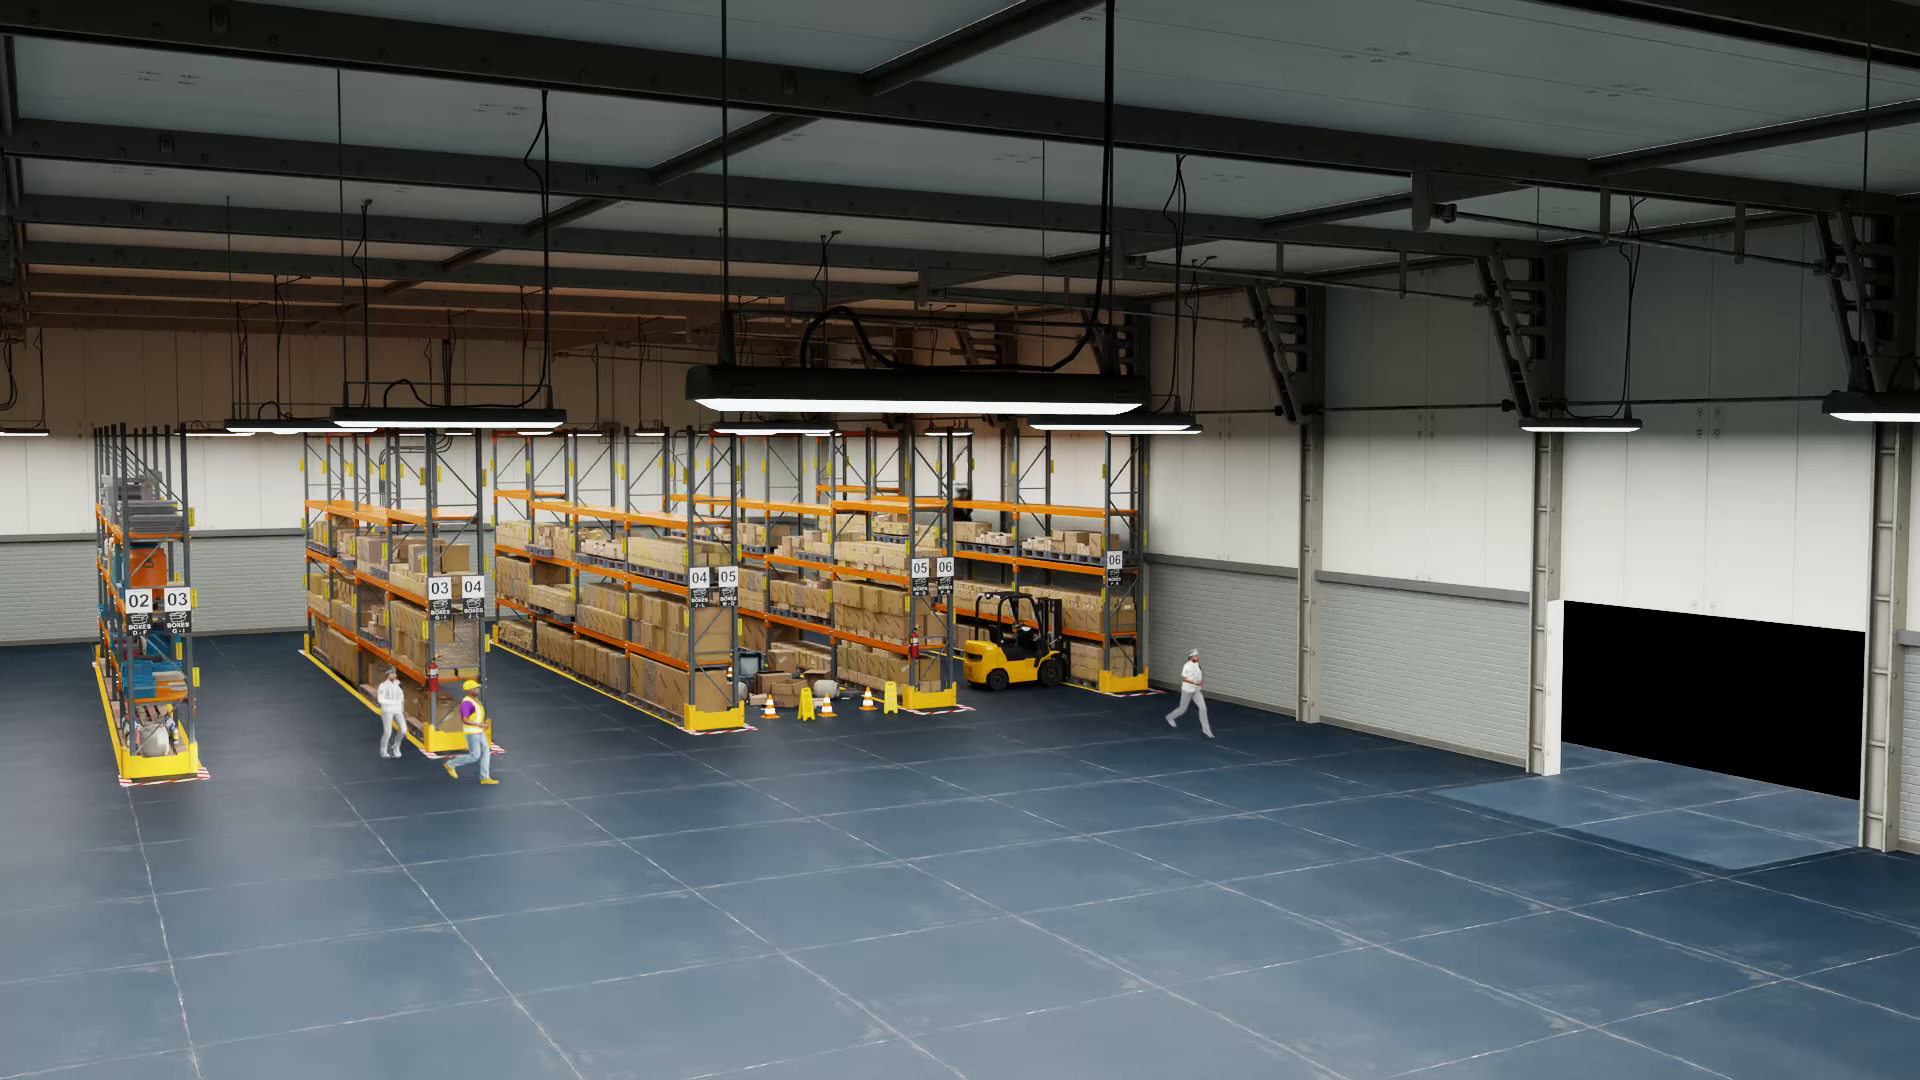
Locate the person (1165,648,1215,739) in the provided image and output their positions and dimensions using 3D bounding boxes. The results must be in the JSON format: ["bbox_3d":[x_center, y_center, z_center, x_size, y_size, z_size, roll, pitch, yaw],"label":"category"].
[{"bbox_3d":[4.431,2.943,32.131,0.543,1.716,1.078,-3,5,-43],"label":"person"}]

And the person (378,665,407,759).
[{"bbox_3d":[-10.139,3.095,29.768,0.669,1.702,0.631,3,4,37],"label":"person"}]

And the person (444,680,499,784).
[{"bbox_3d":[-8.080,3.183,27.507,0.877,1.745,0.707,0,3,-2],"label":"person"}]
